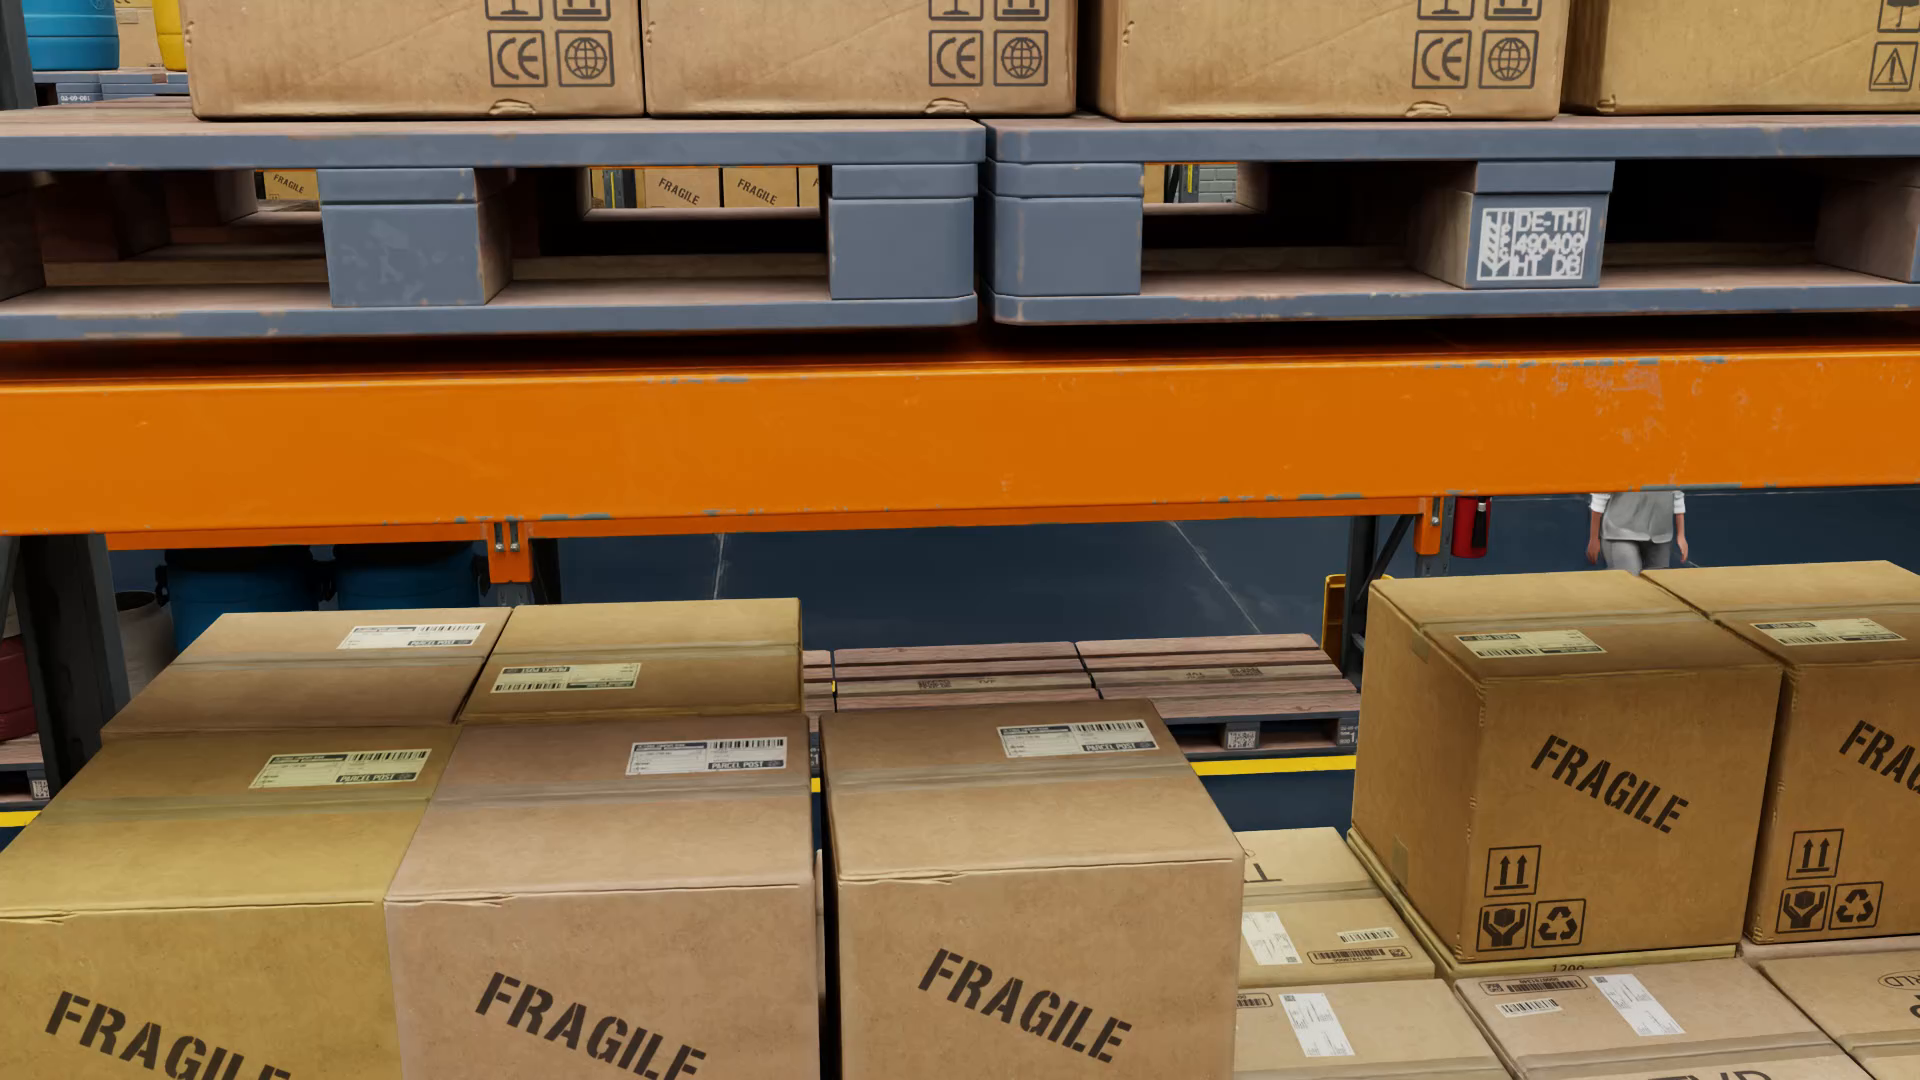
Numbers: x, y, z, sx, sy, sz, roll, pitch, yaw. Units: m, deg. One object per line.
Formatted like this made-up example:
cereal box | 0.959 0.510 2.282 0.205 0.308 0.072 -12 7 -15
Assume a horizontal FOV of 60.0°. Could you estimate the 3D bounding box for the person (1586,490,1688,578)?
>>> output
person | 3.275 -0.033 8.115 0.447 1.569 0.747 -4 18 -14
